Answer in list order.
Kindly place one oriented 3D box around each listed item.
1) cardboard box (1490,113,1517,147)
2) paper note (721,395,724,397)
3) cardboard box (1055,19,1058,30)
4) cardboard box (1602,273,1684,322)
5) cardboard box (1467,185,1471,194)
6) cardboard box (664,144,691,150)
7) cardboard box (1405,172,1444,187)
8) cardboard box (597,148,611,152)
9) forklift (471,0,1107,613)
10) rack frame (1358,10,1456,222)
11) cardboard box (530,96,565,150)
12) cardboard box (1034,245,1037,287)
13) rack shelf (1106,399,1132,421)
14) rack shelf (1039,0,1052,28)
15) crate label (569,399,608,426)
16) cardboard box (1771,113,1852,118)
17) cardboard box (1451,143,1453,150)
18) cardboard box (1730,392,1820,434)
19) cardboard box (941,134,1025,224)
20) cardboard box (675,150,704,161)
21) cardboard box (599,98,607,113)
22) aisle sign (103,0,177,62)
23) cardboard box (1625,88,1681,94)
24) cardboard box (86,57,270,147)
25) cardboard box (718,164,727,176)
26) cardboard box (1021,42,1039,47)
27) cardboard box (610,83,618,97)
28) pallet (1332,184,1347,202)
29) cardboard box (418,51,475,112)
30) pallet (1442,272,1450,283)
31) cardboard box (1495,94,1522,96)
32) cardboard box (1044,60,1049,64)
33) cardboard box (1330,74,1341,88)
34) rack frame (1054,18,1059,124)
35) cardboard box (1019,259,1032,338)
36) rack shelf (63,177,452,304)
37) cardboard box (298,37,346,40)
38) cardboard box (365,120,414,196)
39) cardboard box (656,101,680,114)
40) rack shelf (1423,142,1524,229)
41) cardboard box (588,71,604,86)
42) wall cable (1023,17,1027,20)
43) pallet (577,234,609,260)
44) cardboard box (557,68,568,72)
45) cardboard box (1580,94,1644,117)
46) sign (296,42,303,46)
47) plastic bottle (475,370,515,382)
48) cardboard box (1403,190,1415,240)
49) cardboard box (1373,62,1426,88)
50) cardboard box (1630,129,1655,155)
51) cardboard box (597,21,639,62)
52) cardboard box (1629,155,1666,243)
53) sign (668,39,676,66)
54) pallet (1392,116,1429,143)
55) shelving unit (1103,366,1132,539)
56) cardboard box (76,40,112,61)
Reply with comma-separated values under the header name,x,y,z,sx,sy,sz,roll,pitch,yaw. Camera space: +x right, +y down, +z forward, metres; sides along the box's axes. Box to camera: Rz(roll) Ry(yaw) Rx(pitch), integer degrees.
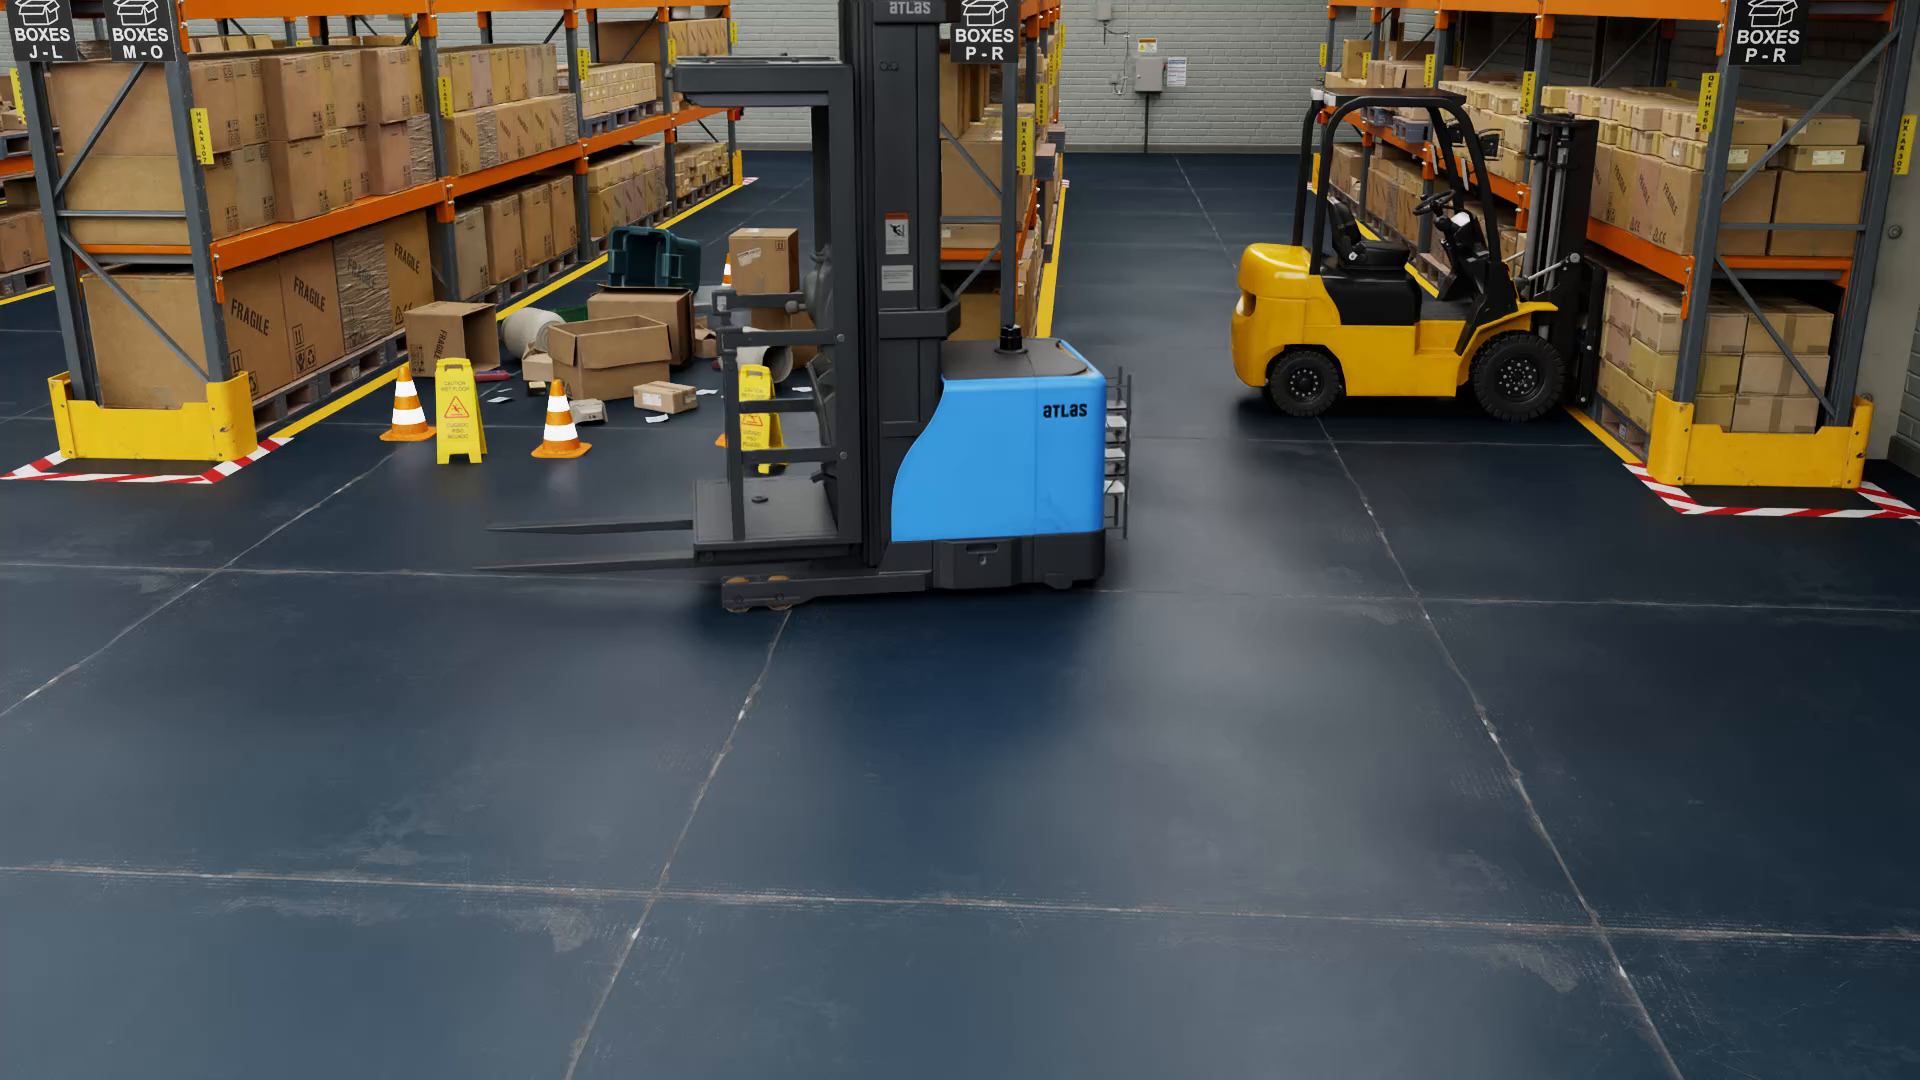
name,x,y,z,sx,sy,sz,roll,pitch,yaw
cardboard box,4.884,-3.530,14.317,0.500,0.250,0.500,1,18,2
paper note,-1.718,-1.058,12.135,0.032,0.001,0.123,1,18,4
cardboard box,1.228,-7.436,23.990,0.380,0.149,0.250,1,18,3
cardboard box,4.566,-1.637,11.237,0.500,0.250,0.500,2,18,5
cardboard box,5.755,-3.845,18.138,0.380,0.149,0.250,2,18,6
cardboard box,-4.238,-5.845,24.893,0.380,0.149,0.250,2,18,5
cardboard box,5.277,-4.092,18.891,0.380,0.149,0.250,1,18,3
cardboard box,-4.601,-4.698,20.579,0.500,0.250,0.500,2,18,5
forklift,-0.852,-1.223,7.949,3.031,2.935,1.130,-3,18,-9
rack frame,5.647,-5.530,20.983,1.000,3.000,0.127,1,18,4
cardboard box,-4.337,-4.223,16.834,0.500,0.500,0.500,1,18,4
cardboard box,0.206,-2.492,15.258,0.950,0.372,0.625,2,18,7
rack shelf,0.761,-0.686,8.808,0.258,0.077,0.200,-3,18,-8
rack shelf,0.266,-4.860,15.276,1.077,0.370,4.000,1,18,4
crate label,-2.557,-0.880,11.388,0.250,0.136,0.298,-9,20,-25
cardboard box,5.106,-2.481,9.998,0.380,0.149,0.250,2,18,6
cardboard box,5.044,-3.928,16.335,0.500,0.250,0.500,1,18,3
cardboard box,5.017,-0.844,10.424,0.500,0.250,0.500,1,18,4
cardboard box,0.147,-2.243,10.312,0.500,0.500,0.500,1,18,3
cardboard box,-3.889,-5.516,23.887,0.380,0.149,0.250,1,18,2
cardboard box,-4.246,-4.942,18.918,0.380,0.149,0.250,2,18,6
aisle sign,-4.814,-3.199,9.693,0.394,0.787,0.004,1,18,4
cardboard box,5.293,-3.360,12.679,0.380,0.149,0.250,1,18,2
cardboard box,-5.096,-2.864,10.870,0.875,0.550,0.550,1,18,4
cardboard box,-3.709,-5.556,24.965,0.380,0.149,0.250,2,18,6
cardboard box,0.689,-5.068,17.806,0.500,0.500,0.500,1,18,2
cardboard box,-4.209,-5.244,19.360,0.380,0.149,0.250,1,18,3
pallet,5.782,-4.798,23.228,1.003,0.211,1.213,1,18,4
cardboard box,-4.757,-4.071,14.764,0.700,0.500,0.500,1,18,3
pallet,5.173,-2.330,15.695,1.003,0.211,1.213,1,18,4
cardboard box,4.915,-3.832,14.599,0.380,0.149,0.250,1,18,3
cardboard box,0.628,-4.478,16.458,0.500,0.500,0.500,1,18,3
cardboard box,5.597,-6.551,23.862,0.500,0.250,0.500,1,18,5
rack frame,0.983,-6.882,25.109,1.000,3.000,0.127,1,18,4
cardboard box,0.248,-1.732,11.929,0.500,0.500,0.500,2,18,5
rack shelf,-4.965,-2.271,12.193,1.077,0.370,4.000,1,18,4
cardboard box,-9.272,-7.070,24.242,0.500,0.500,0.500,1,18,2
cardboard box,-4.853,-3.019,13.080,0.875,0.550,0.550,1,18,4
cardboard box,-3.902,-5.680,21.844,0.380,0.149,0.250,2,18,6
rack shelf,5.217,-3.325,15.408,1.077,0.370,4.000,1,18,4
cardboard box,-4.251,-5.221,18.812,0.380,0.149,0.250,1,18,2
wall cable,1.364,-9.132,30.292,0.585,1.953,0.123,1,18,4
pallet,-4.478,-3.394,18.943,1.003,0.211,1.213,1,18,4
cardboard box,-4.843,-5.484,19.617,0.380,0.149,0.250,2,18,6
cardboard box,4.705,-3.129,11.974,0.380,0.149,0.250,1,18,3
sign,-8.646,-6.365,21.797,0.100,0.325,0.005,1,18,4
plastic bottle,-3.531,-1.247,12.630,0.283,0.061,0.133,-5,19,-15
cardboard box,5.223,-3.591,18.405,0.500,0.500,0.500,1,18,3
cardboard box,5.352,-5.471,19.968,0.700,0.500,0.500,1,18,5
cardboard box,4.602,-2.593,10.817,0.380,0.149,0.250,1,18,2
cardboard box,-4.484,-6.535,21.805,0.500,0.500,0.500,1,18,2
cardboard box,4.607,-2.170,10.569,0.500,0.500,0.500,2,18,6
sign,-3.695,-6.258,21.344,0.100,0.325,0.005,1,18,4
pallet,5.339,-4.409,17.869,1.213,0.211,1.003,1,18,4
shelving unit,0.762,-0.460,8.881,0.258,0.900,0.210,-3,18,-8
cardboard box,-9.406,-5.370,18.722,0.797,0.503,0.637,2,18,6
